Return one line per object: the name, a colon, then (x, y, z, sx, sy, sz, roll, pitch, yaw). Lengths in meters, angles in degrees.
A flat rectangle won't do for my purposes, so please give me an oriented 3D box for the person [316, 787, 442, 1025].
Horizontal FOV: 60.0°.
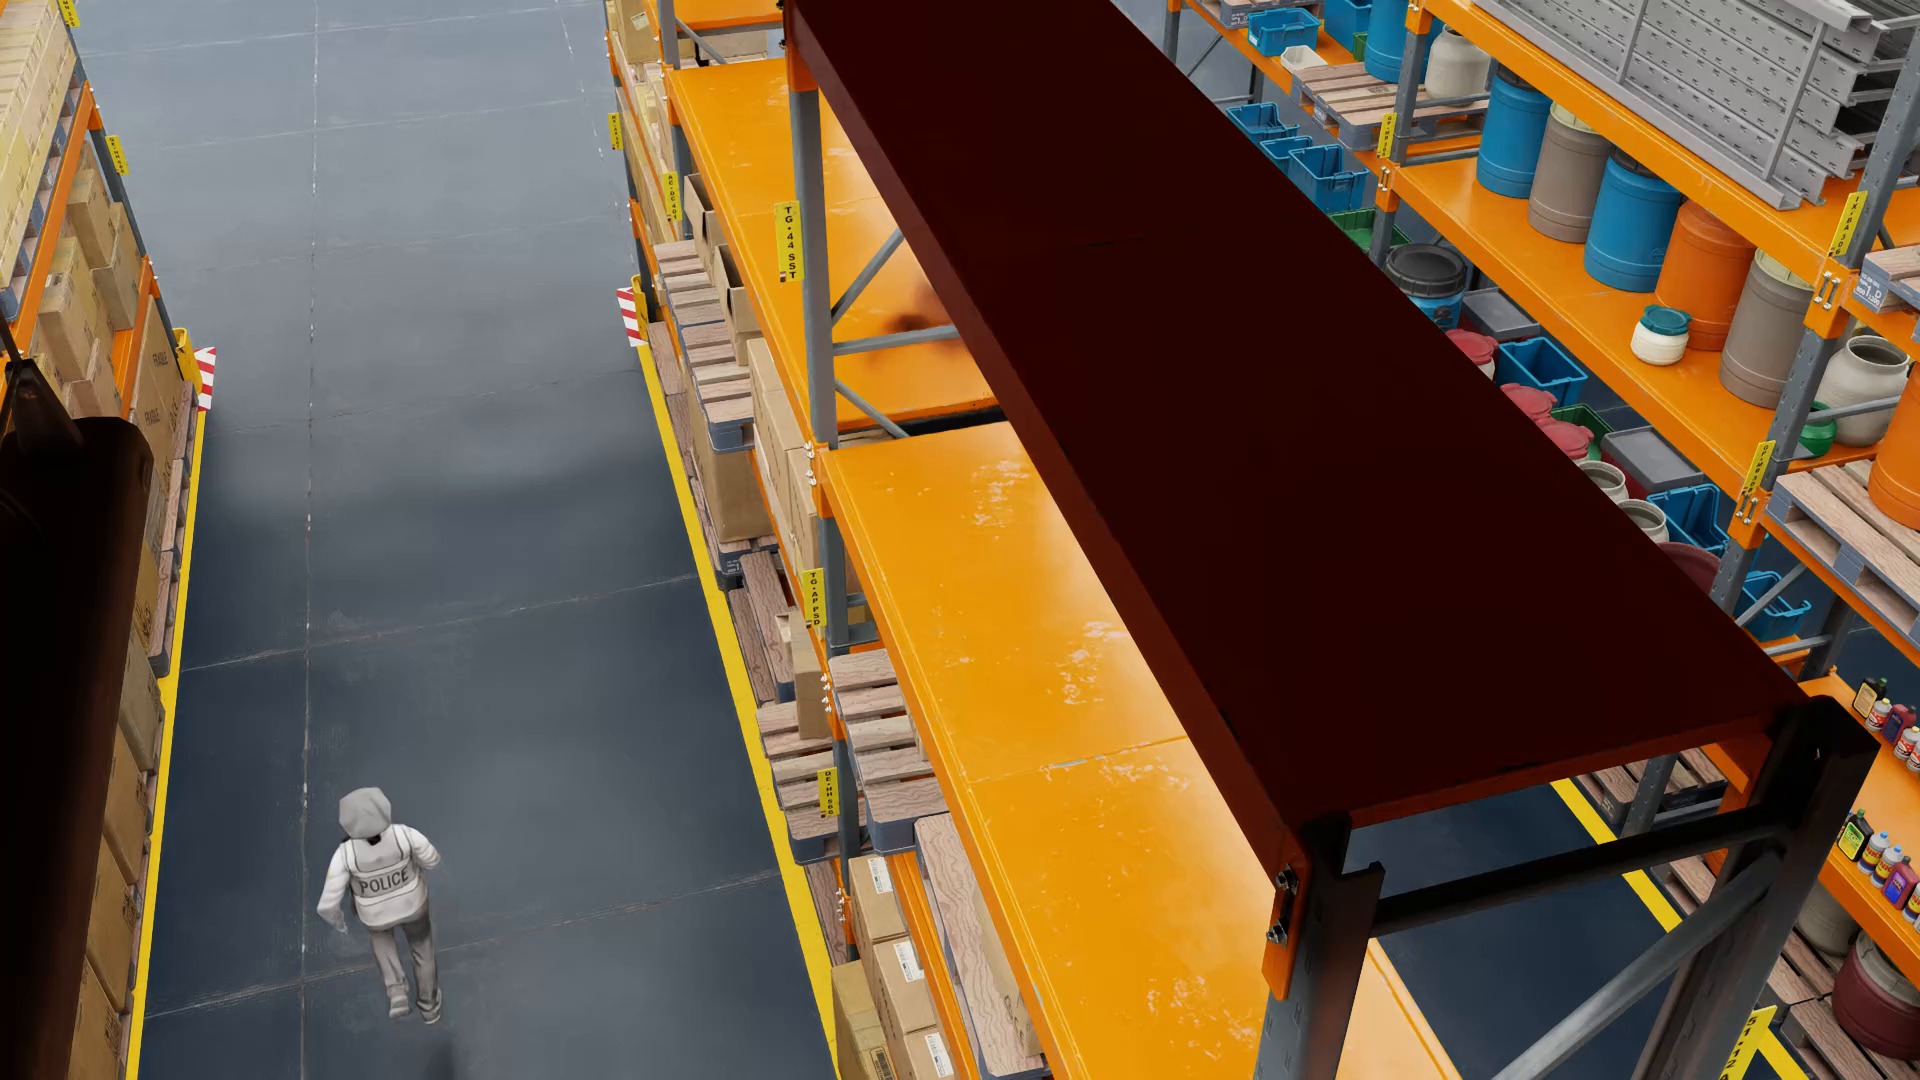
person: (-3.002, 1.863, 8.689, 0.623, 1.680, 0.540, -16, 41, -19)
